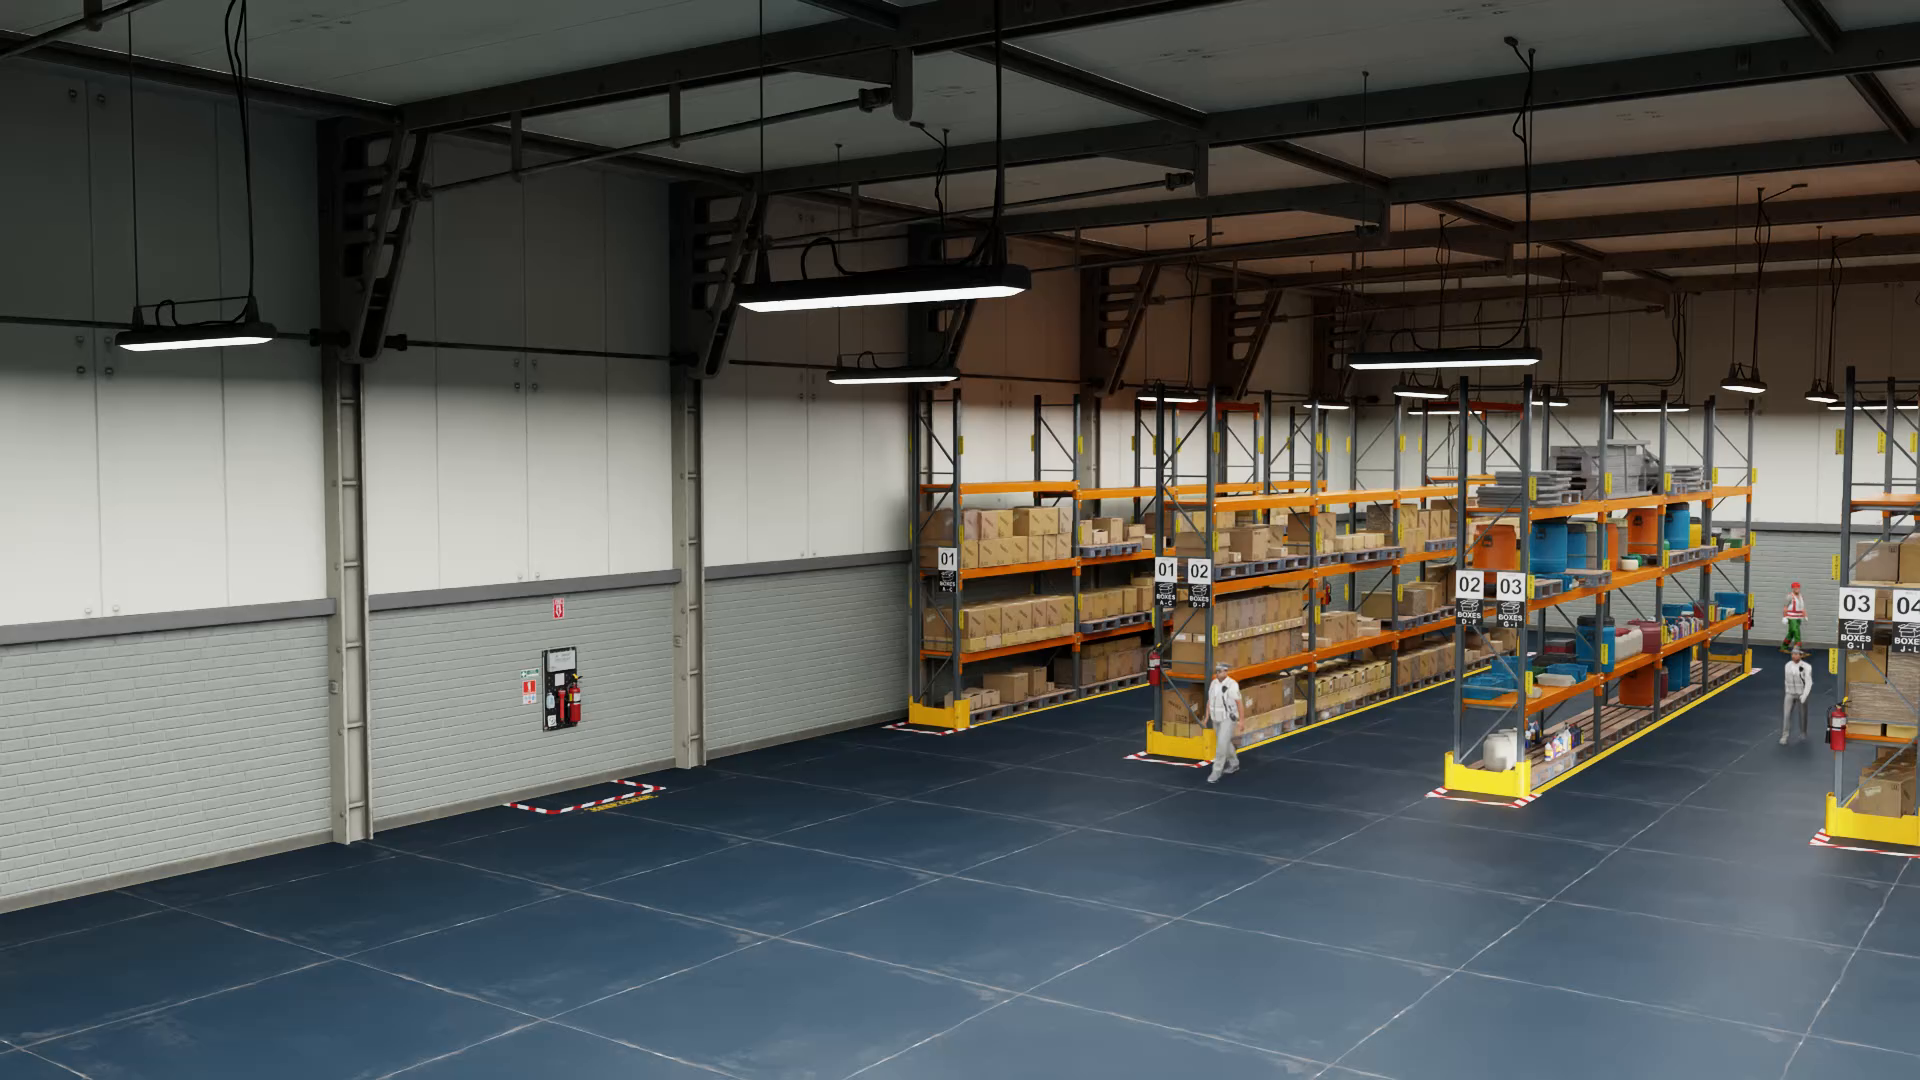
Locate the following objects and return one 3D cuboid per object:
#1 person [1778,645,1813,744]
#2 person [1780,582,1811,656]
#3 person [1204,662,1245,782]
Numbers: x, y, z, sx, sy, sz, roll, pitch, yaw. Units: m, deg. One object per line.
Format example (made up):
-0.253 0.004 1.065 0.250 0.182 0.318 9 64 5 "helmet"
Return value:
14.018 2.569 27.820 0.452 1.616 1.013 2 4 35 "person"
19.873 1.874 39.450 0.560 1.752 0.955 -1 4 -23 "person"
3.921 2.693 25.043 0.894 1.739 0.573 -2 4 -34 "person"
